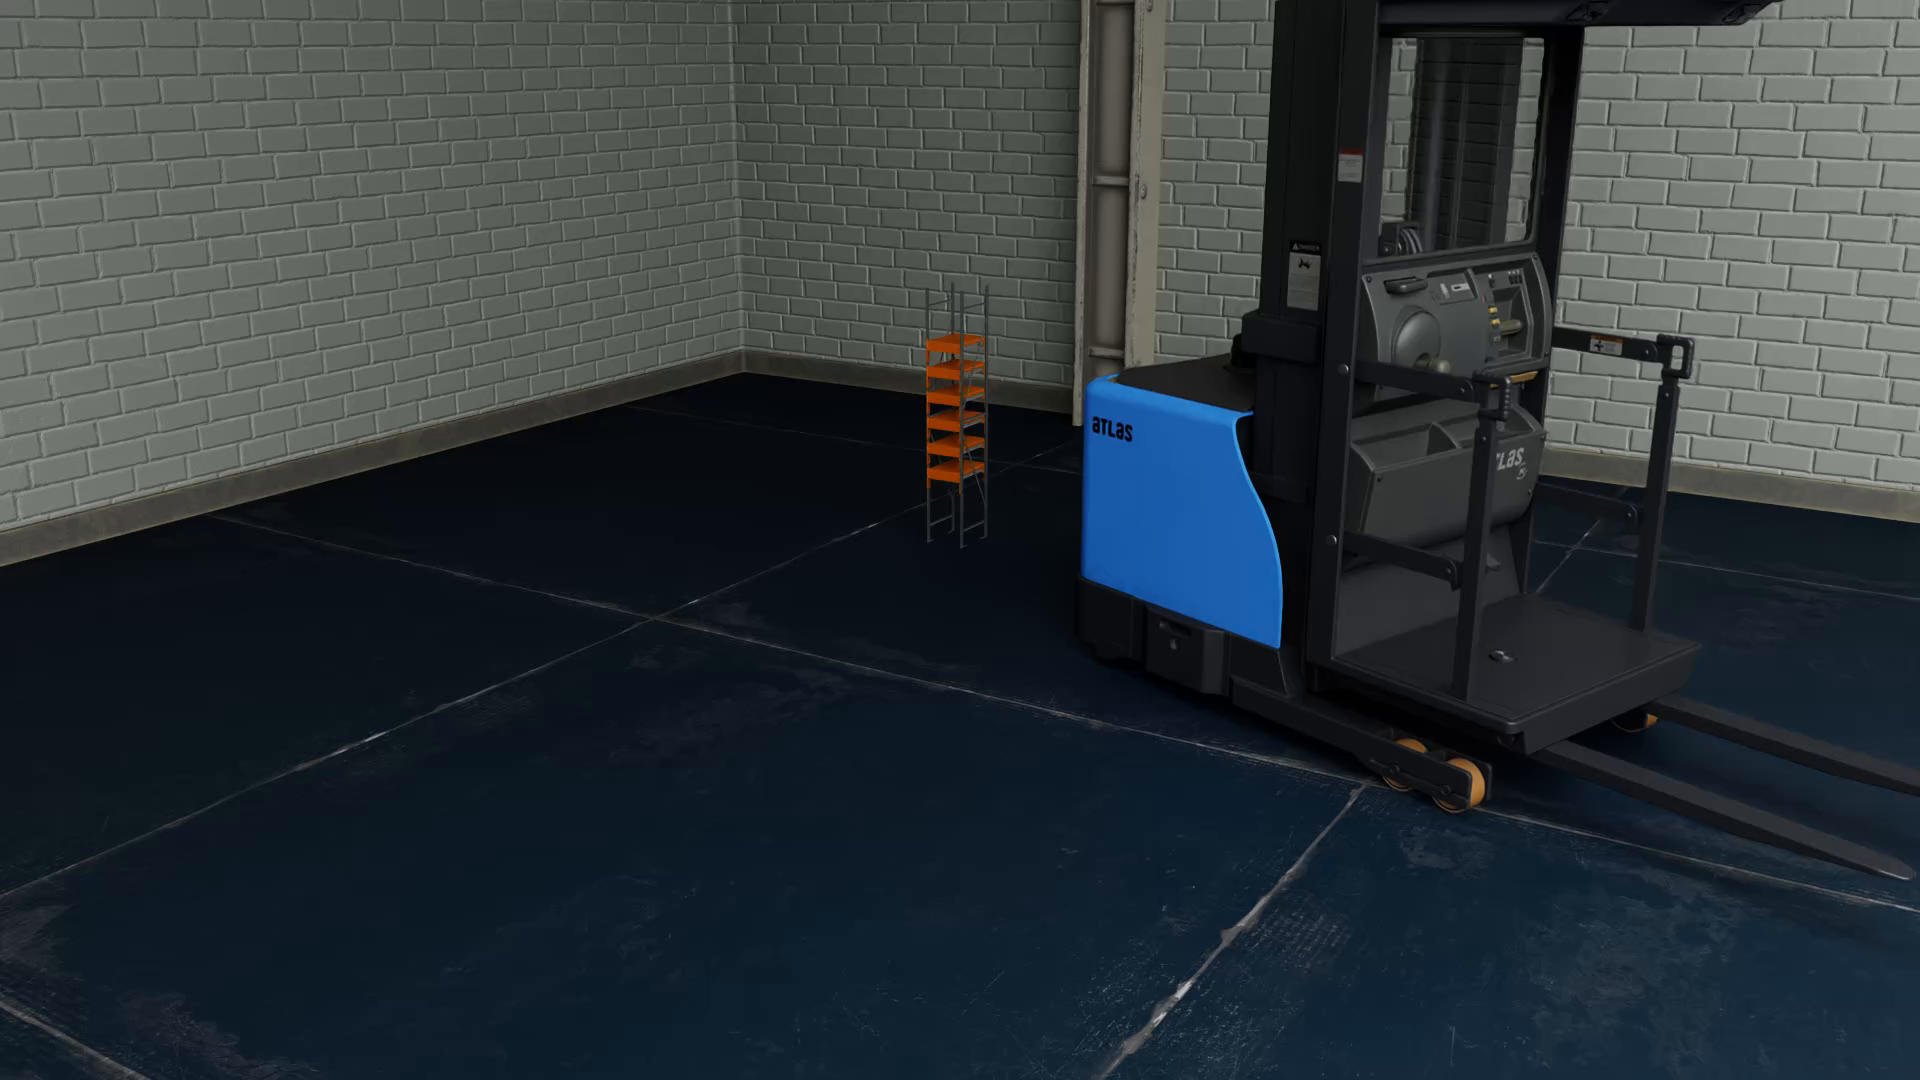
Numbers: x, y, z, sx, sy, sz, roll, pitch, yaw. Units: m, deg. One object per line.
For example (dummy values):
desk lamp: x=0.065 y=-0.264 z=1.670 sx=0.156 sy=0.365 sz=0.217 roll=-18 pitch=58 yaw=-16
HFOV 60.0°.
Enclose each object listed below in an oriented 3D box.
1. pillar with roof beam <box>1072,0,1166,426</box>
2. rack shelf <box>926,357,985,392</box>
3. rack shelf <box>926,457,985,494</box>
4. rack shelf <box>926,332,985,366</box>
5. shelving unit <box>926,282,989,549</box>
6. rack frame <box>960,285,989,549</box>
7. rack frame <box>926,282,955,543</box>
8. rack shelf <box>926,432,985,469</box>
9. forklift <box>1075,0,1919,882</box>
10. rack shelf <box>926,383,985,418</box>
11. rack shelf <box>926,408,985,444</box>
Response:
pillar with roof beam: x=-1.318 y=-3.953 z=5.413 sx=0.400 sy=9.000 sz=9.100 roll=10 pitch=20 yaw=30
rack shelf: x=-0.012 y=-0.763 z=7.657 sx=0.180 sy=0.103 sz=0.258 roll=10 pitch=20 yaw=30
rack shelf: x=-0.012 y=-0.304 z=7.797 sx=0.180 sy=0.103 sz=0.258 roll=10 pitch=20 yaw=30
rack shelf: x=-0.012 y=-0.878 z=7.622 sx=0.180 sy=0.103 sz=0.258 roll=10 pitch=20 yaw=30
shelving unit: x=-0.012 y=-0.576 z=7.714 sx=0.189 sy=1.200 sz=0.258 roll=10 pitch=20 yaw=30
rack frame: x=0.066 y=-0.562 z=7.668 sx=0.006 sy=1.200 sz=0.240 roll=10 pitch=20 yaw=30
rack frame: x=-0.090 y=-0.590 z=7.760 sx=0.006 sy=1.200 sz=0.240 roll=10 pitch=20 yaw=30
rack shelf: x=-0.012 y=-0.419 z=7.762 sx=0.180 sy=0.103 sz=0.258 roll=10 pitch=20 yaw=30
forklift: x=1.750 y=-0.725 z=5.226 sx=1.130 sy=2.935 sz=3.031 roll=-13 pitch=21 yaw=-36
rack shelf: x=-0.012 y=-0.649 z=7.692 sx=0.180 sy=0.103 sz=0.258 roll=10 pitch=20 yaw=30
rack shelf: x=-0.012 y=-0.534 z=7.727 sx=0.180 sy=0.103 sz=0.258 roll=10 pitch=20 yaw=30
